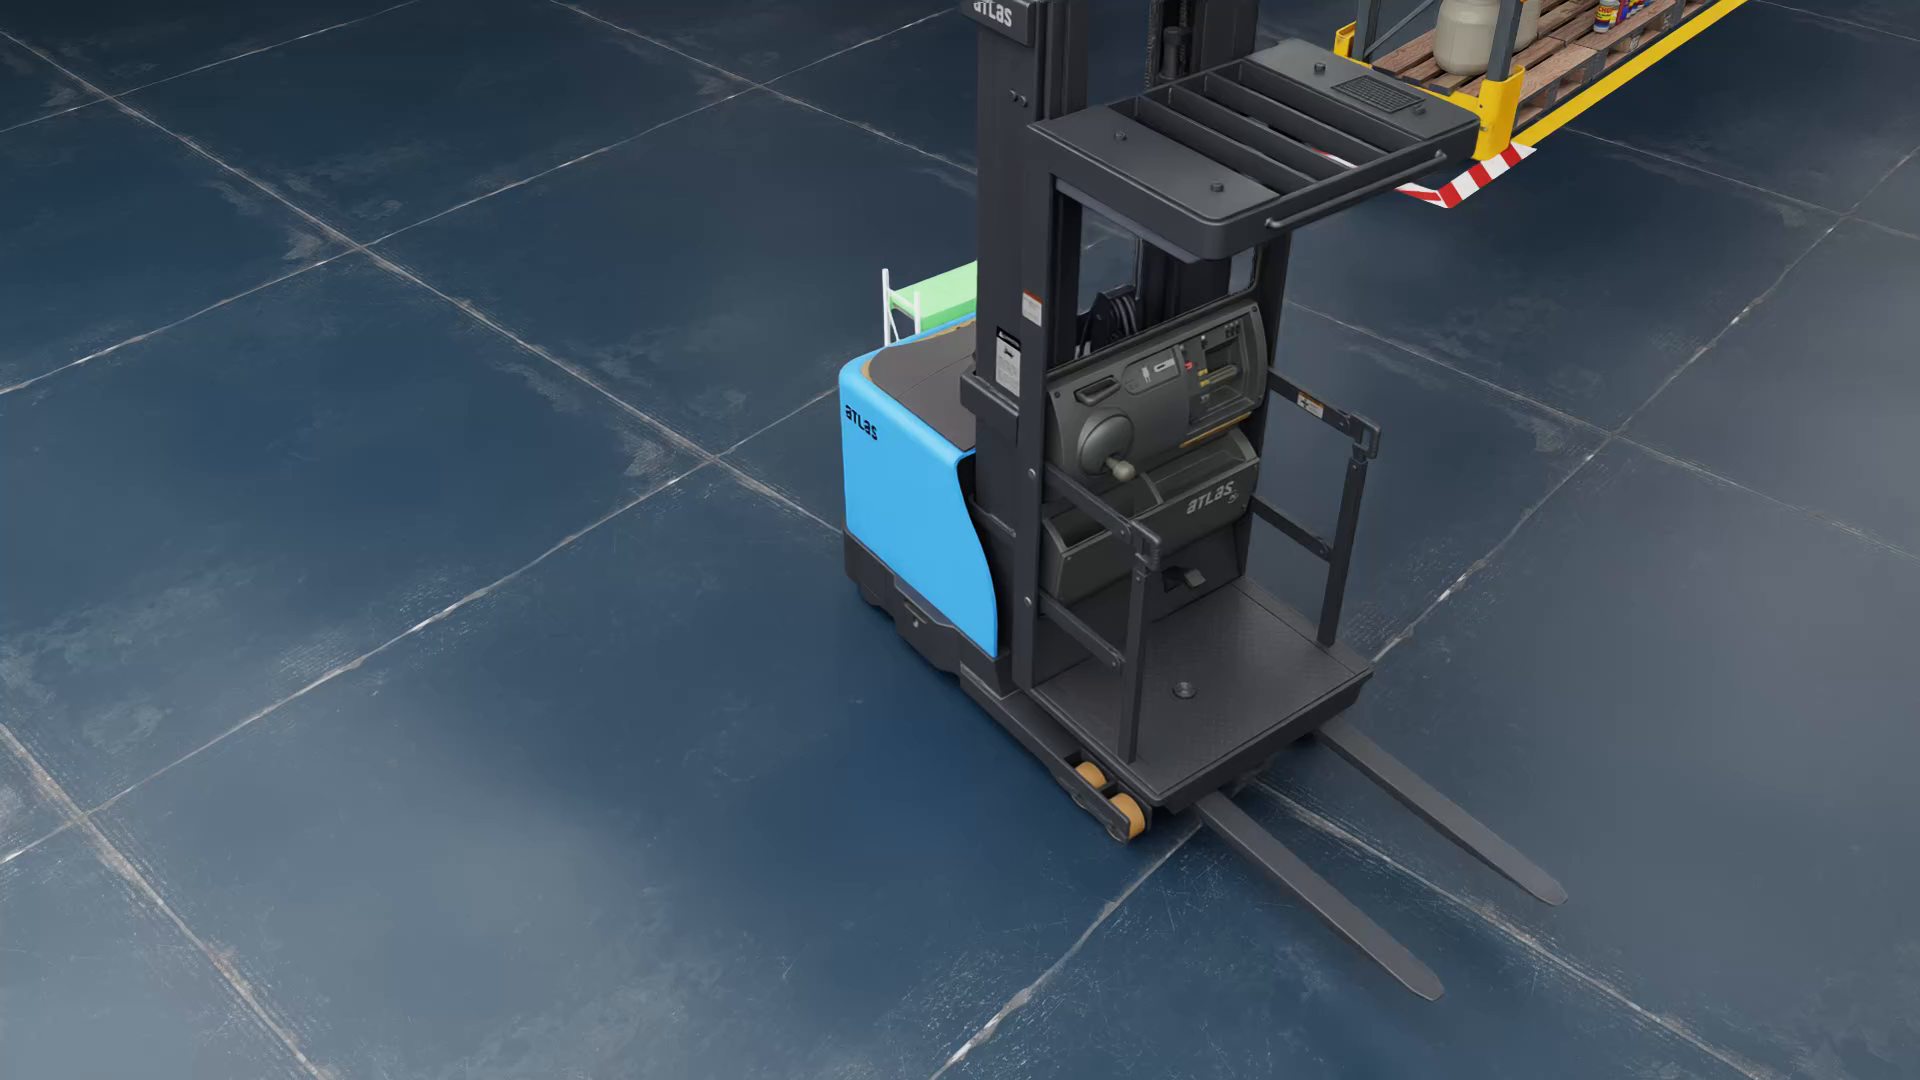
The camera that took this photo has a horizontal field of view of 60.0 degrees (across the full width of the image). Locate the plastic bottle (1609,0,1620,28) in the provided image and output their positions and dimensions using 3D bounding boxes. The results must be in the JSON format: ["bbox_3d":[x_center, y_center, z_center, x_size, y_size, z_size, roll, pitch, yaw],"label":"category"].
[{"bbox_3d":[4.393,-3.571,11.226,0.097,0.201,0.097,0,38,0],"label":"plastic bottle"}]

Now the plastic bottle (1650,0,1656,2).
[{"bbox_3d":[4.827,-3.867,11.598,0.097,0.201,0.097,0,38,0],"label":"plastic bottle"}]

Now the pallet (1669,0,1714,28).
[{"bbox_3d":[5.085,-4.200,12.362,1.003,0.211,1.213,30,47,32],"label":"pallet"}]

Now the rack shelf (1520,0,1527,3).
[{"bbox_3d":[4.219,-4.382,10.928,1.077,0.370,4.000,30,47,32],"label":"rack shelf"}]

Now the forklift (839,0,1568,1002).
[{"bbox_3d":[0.806,-0.430,5.436,1.130,2.935,3.031,-25,45,-28],"label":"forklift"}]

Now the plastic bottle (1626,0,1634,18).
[{"bbox_3d":[4.554,-3.708,11.342,0.097,0.271,0.097,0,38,0],"label":"plastic bottle"}]

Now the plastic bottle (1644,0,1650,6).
[{"bbox_3d":[4.759,-3.847,11.517,0.097,0.271,0.097,0,38,0],"label":"plastic bottle"}]

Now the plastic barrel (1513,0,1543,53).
[{"bbox_3d":[3.596,-3.500,10.903,0.421,0.512,0.421,0,38,0],"label":"plastic barrel"}]

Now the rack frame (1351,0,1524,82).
[{"bbox_3d":[2.870,-3.744,9.549,1.000,3.000,0.127,30,47,32],"label":"rack frame"}]

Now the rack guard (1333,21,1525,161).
[{"bbox_3d":[2.887,-2.821,10.396,1.175,0.500,0.348,30,47,32],"label":"rack guard"}]

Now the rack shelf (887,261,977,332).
[{"bbox_3d":[-0.039,-0.979,6.848,0.480,0.148,0.258,-25,45,-28],"label":"rack shelf"}]

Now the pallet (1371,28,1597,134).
[{"bbox_3d":[3.439,-3.079,10.952,1.003,0.211,1.213,30,47,32],"label":"pallet"}]

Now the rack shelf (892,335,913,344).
[{"bbox_3d":[-0.039,-0.791,6.997,0.480,0.148,0.258,-25,45,-28],"label":"rack shelf"}]

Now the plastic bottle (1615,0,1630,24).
[{"bbox_3d":[4.489,-3.652,11.262,0.061,0.283,0.133,30,48,33],"label":"plastic bottle"}]

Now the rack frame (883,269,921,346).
[{"bbox_3d":[-0.233,-0.561,6.991,0.015,1.200,0.240,-25,45,-28],"label":"rack frame"}]

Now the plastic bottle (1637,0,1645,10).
[{"bbox_3d":[4.689,-3.772,11.479,0.097,0.201,0.097,0,38,0],"label":"plastic bottle"}]

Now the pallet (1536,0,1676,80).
[{"bbox_3d":[4.262,-3.637,11.654,1.003,0.211,1.213,30,47,32],"label":"pallet"}]

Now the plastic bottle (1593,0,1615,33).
[{"bbox_3d":[4.323,-3.551,11.144,0.097,0.271,0.097,0,38,0],"label":"plastic bottle"}]

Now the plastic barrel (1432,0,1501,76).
[{"bbox_3d":[3.258,-3.270,10.613,0.421,0.512,0.421,0,38,0],"label":"plastic barrel"}]

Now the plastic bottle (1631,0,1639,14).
[{"bbox_3d":[4.622,-3.754,11.400,0.097,0.271,0.097,0,38,0],"label":"plastic bottle"}]

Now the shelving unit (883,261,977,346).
[{"bbox_3d":[-0.039,-0.653,7.107,0.503,1.200,0.258,-25,45,-28],"label":"shelving unit"}]
